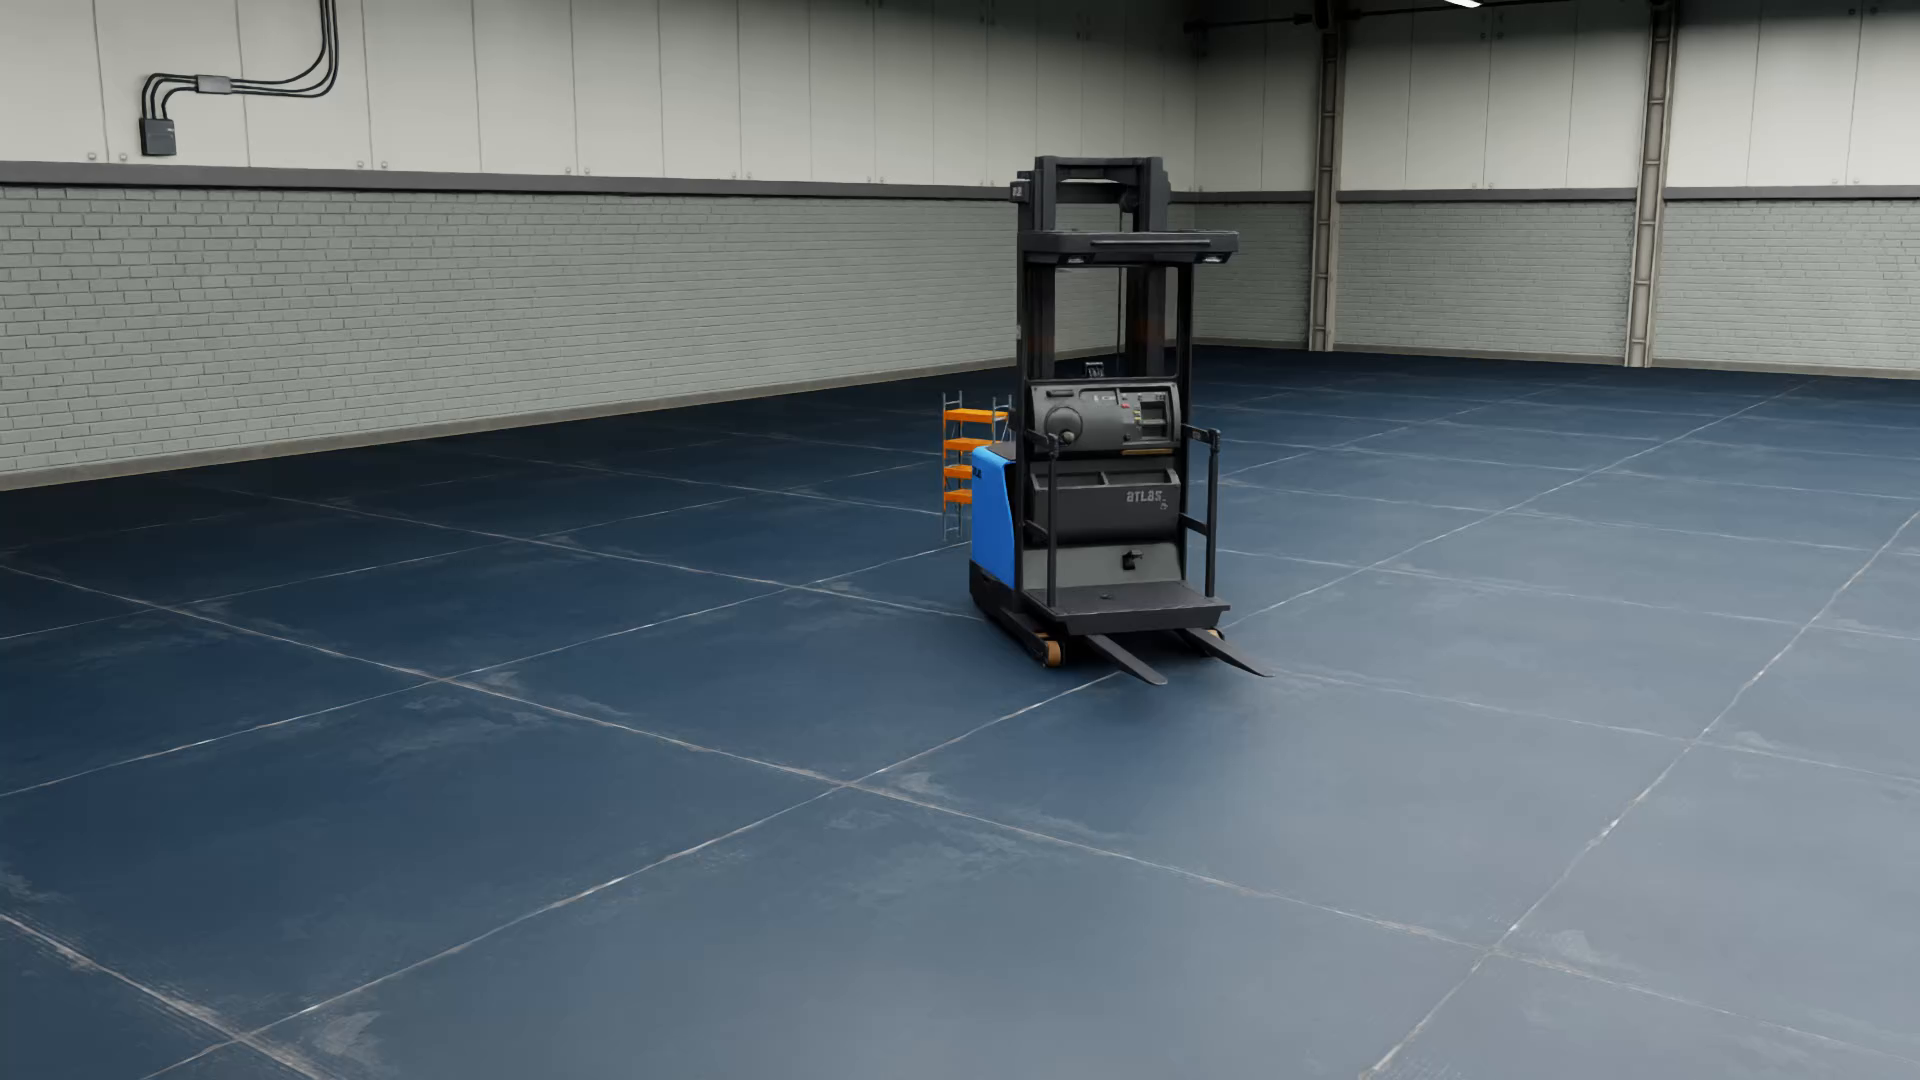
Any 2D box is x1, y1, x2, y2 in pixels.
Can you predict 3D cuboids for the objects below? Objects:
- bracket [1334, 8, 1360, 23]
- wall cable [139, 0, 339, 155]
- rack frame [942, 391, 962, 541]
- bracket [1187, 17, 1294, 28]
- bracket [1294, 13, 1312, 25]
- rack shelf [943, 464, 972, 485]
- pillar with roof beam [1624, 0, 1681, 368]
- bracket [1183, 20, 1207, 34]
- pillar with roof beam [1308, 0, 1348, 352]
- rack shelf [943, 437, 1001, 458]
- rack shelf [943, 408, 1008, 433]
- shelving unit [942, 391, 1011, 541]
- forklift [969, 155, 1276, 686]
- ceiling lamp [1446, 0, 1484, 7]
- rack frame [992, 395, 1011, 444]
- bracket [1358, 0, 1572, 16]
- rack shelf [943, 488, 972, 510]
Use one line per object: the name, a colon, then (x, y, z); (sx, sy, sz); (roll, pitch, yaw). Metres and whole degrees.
bracket: (7.254, -9.820, 31.122); (0.430, 0.232, 0.235); (8, 13, 36)
wall cable: (-7.475, -6.987, 16.998); (0.169, 6.003, 2.305); (8, 13, 36)
rack frame: (-0.063, -0.598, 13.461); (0.015, 1.200, 0.240); (8, 13, 36)
bracket: (5.151, -10.114, 32.639); (3.189, 0.066, 0.076); (8, 13, 36)
bracket: (6.585, -9.914, 31.605); (0.430, 0.232, 0.235); (8, 13, 36)
rack shelf: (0.133, -0.504, 13.332); (0.480, 0.148, 0.258); (8, 13, 36)
pillar with roof beam: (9.418, -6.820, 25.093); (0.548, 9.000, 9.100); (8, 13, 36)
bracket: (4.675, -10.180, 32.982); (0.430, 0.232, 0.235); (8, 13, 36)
pillar with roof beam: (4.582, -7.495, 28.580); (0.548, 9.000, 9.100); (8, 13, 36)
rack shelf: (0.133, -0.724, 13.290); (0.480, 0.148, 0.258); (8, 13, 36)
rack shelf: (0.133, -0.956, 13.245); (0.480, 0.148, 0.258); (8, 13, 36)
shelving unit: (0.133, -0.570, 13.320); (0.503, 1.200, 0.258); (8, 13, 36)
forklift: (0.937, -0.773, 9.808); (1.130, 2.935, 3.031); (-3, 11, -15)
ceiling lamp: (7.308, -9.826, 25.261); (0.800, 3.185, 2.000); (8, 13, 36)
rack frame: (0.330, -0.543, 13.178); (0.015, 1.200, 0.240); (8, 13, 36)
bracket: (9.331, -9.531, 29.625); (4.783, 0.066, 0.076); (8, 13, 36)
rack shelf: (0.133, -0.309, 13.370); (0.480, 0.148, 0.258); (8, 13, 36)
